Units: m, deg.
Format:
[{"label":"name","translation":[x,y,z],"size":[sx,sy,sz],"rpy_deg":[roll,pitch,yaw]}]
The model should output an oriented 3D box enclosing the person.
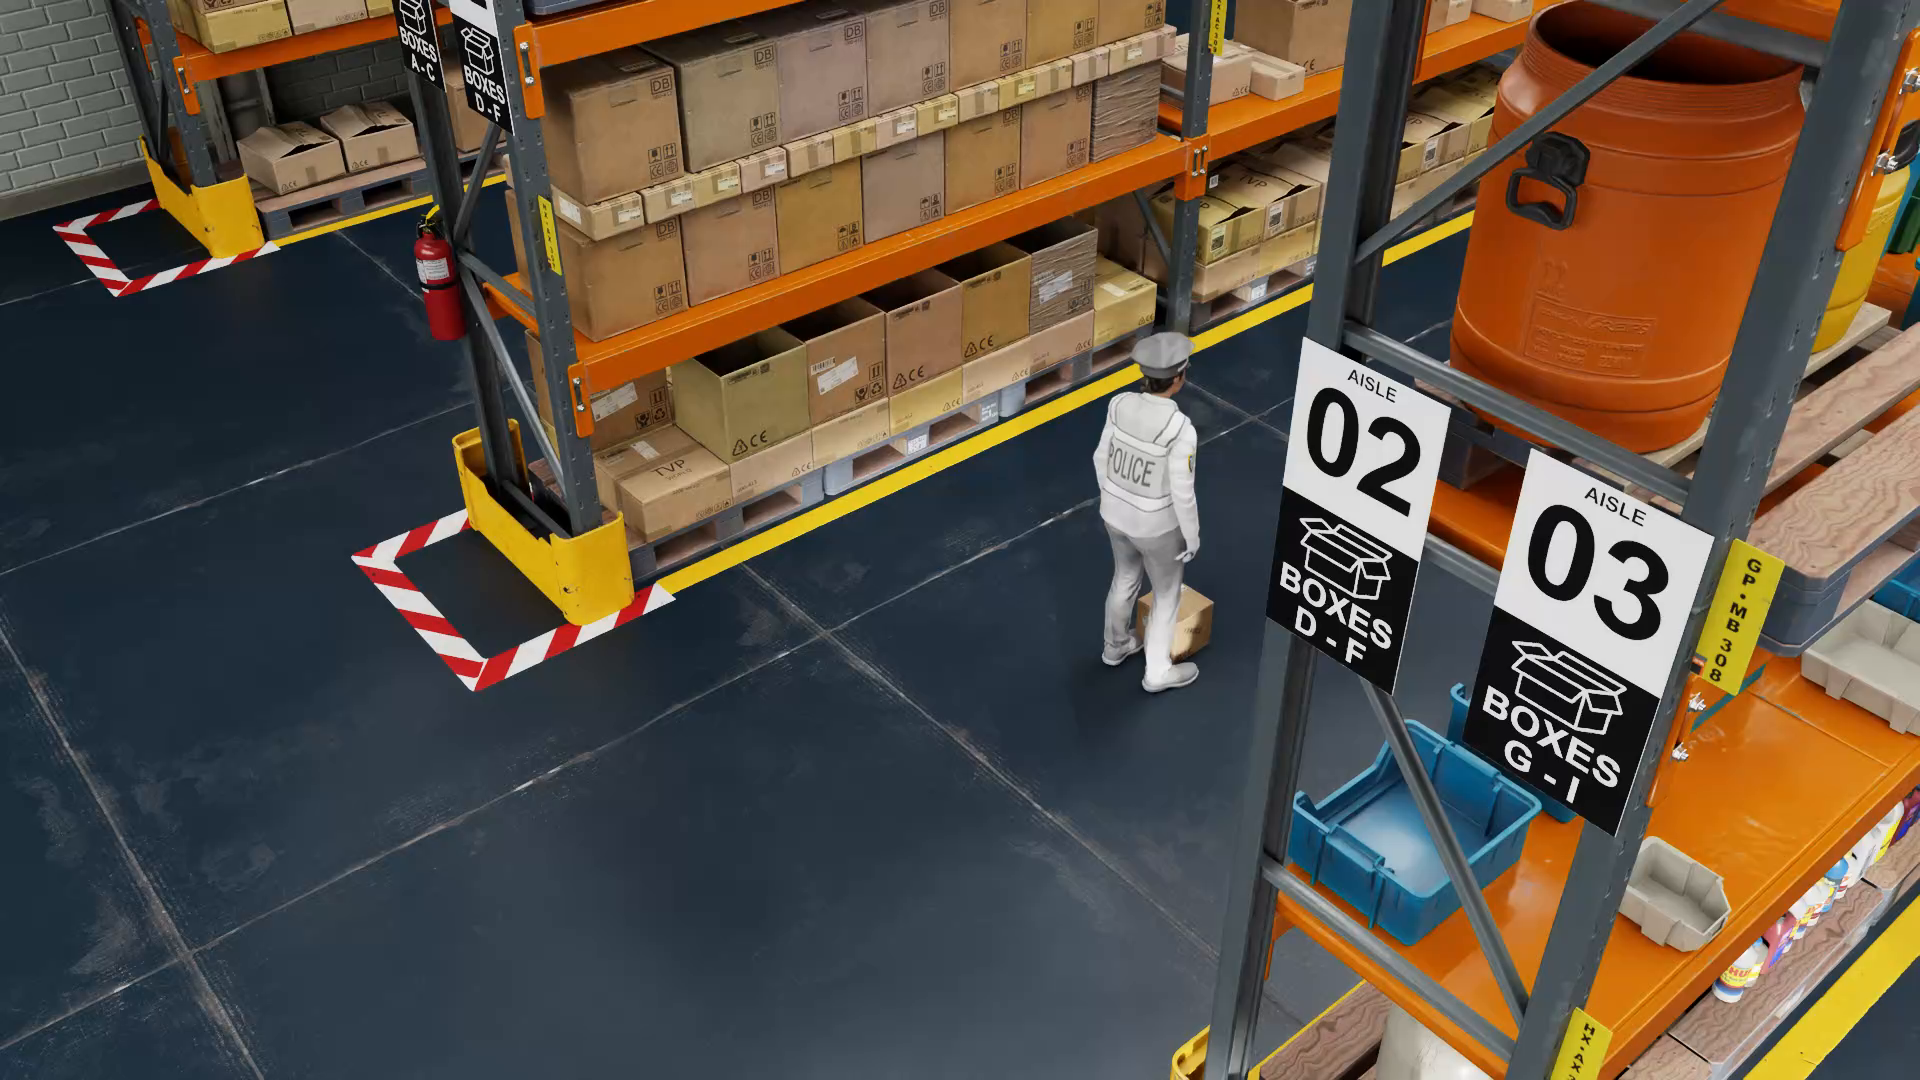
[{"label":"person","translation":[0.812,-0.097,7.207],"size":[0.376,1.663,0.544],"rpy_deg":[-29,45,-34]}]
